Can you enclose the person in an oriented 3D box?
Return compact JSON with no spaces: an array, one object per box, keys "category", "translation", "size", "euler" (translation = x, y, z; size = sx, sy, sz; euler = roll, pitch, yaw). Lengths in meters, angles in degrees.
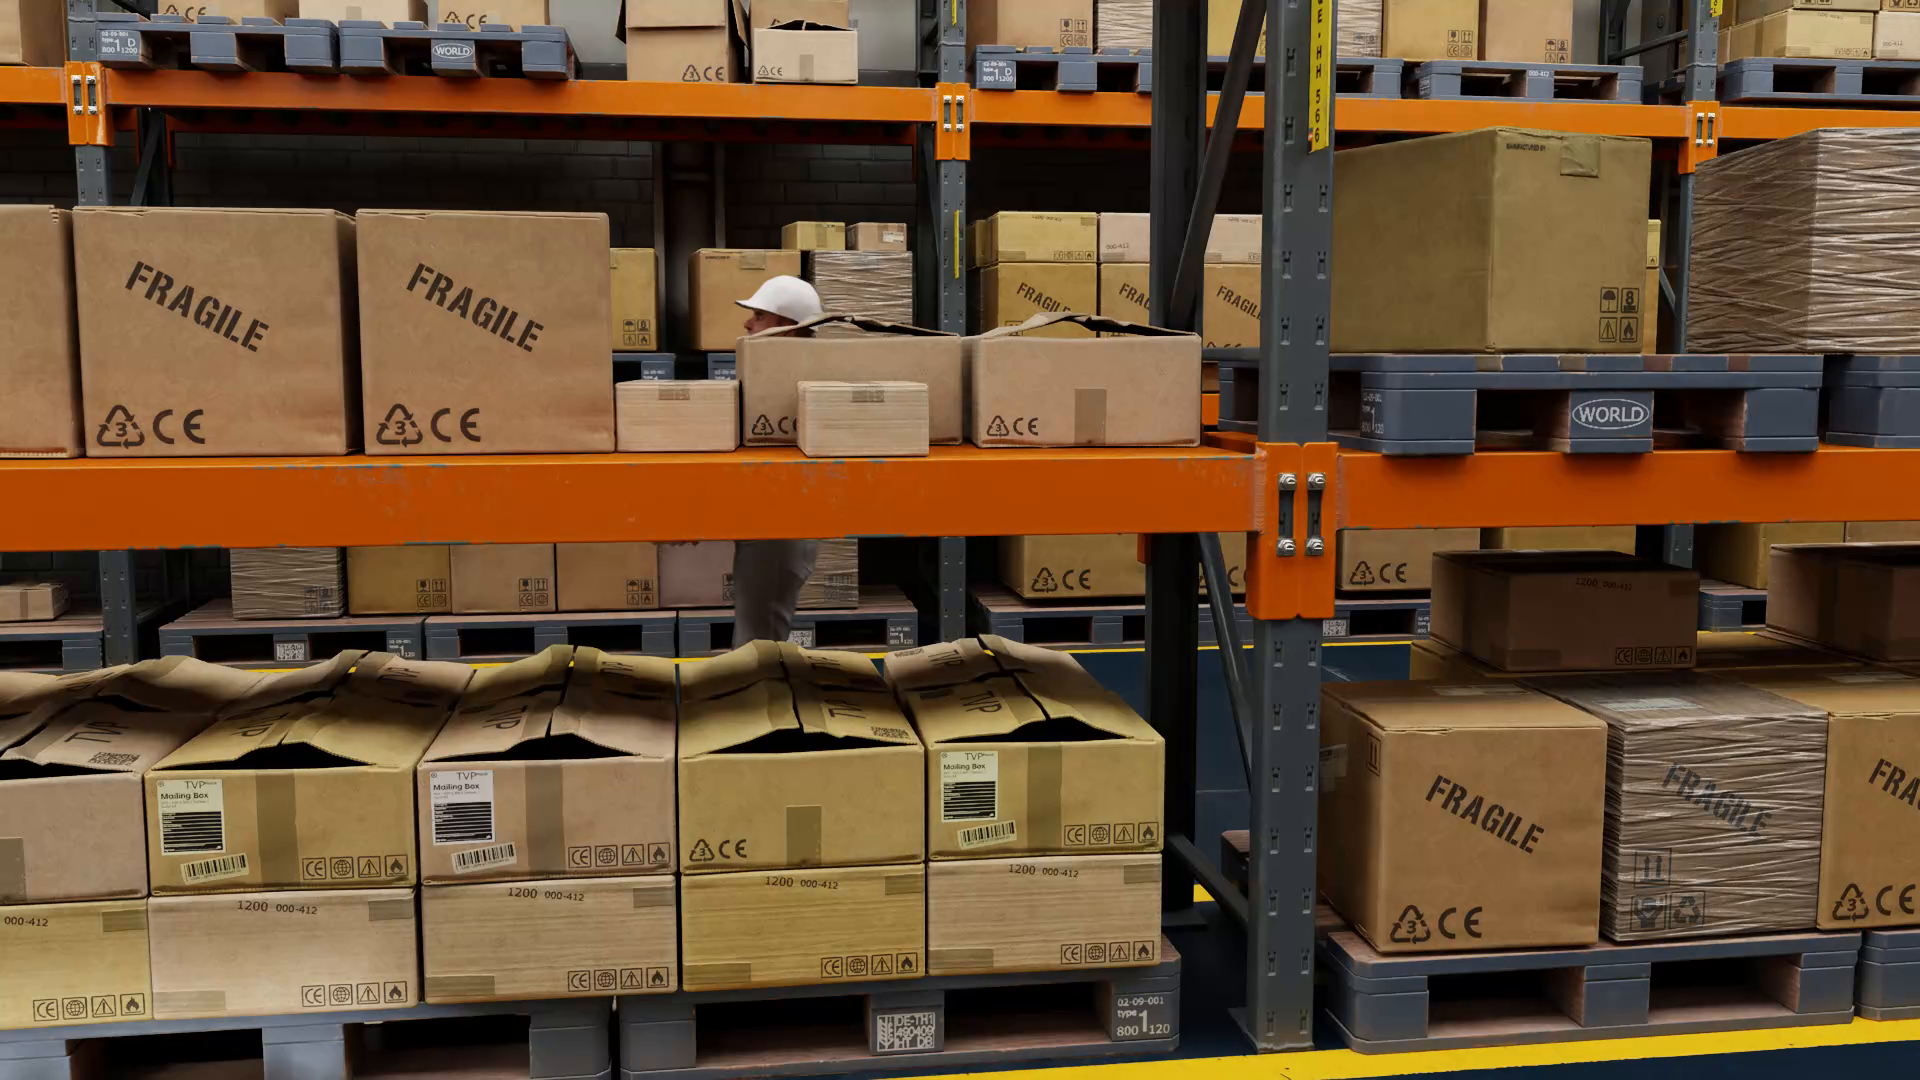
[{"category":"person","translation":[-0.739,-0.003,5.643],"size":[0.554,1.767,0.499],"euler":[-1,7,-9]}]
